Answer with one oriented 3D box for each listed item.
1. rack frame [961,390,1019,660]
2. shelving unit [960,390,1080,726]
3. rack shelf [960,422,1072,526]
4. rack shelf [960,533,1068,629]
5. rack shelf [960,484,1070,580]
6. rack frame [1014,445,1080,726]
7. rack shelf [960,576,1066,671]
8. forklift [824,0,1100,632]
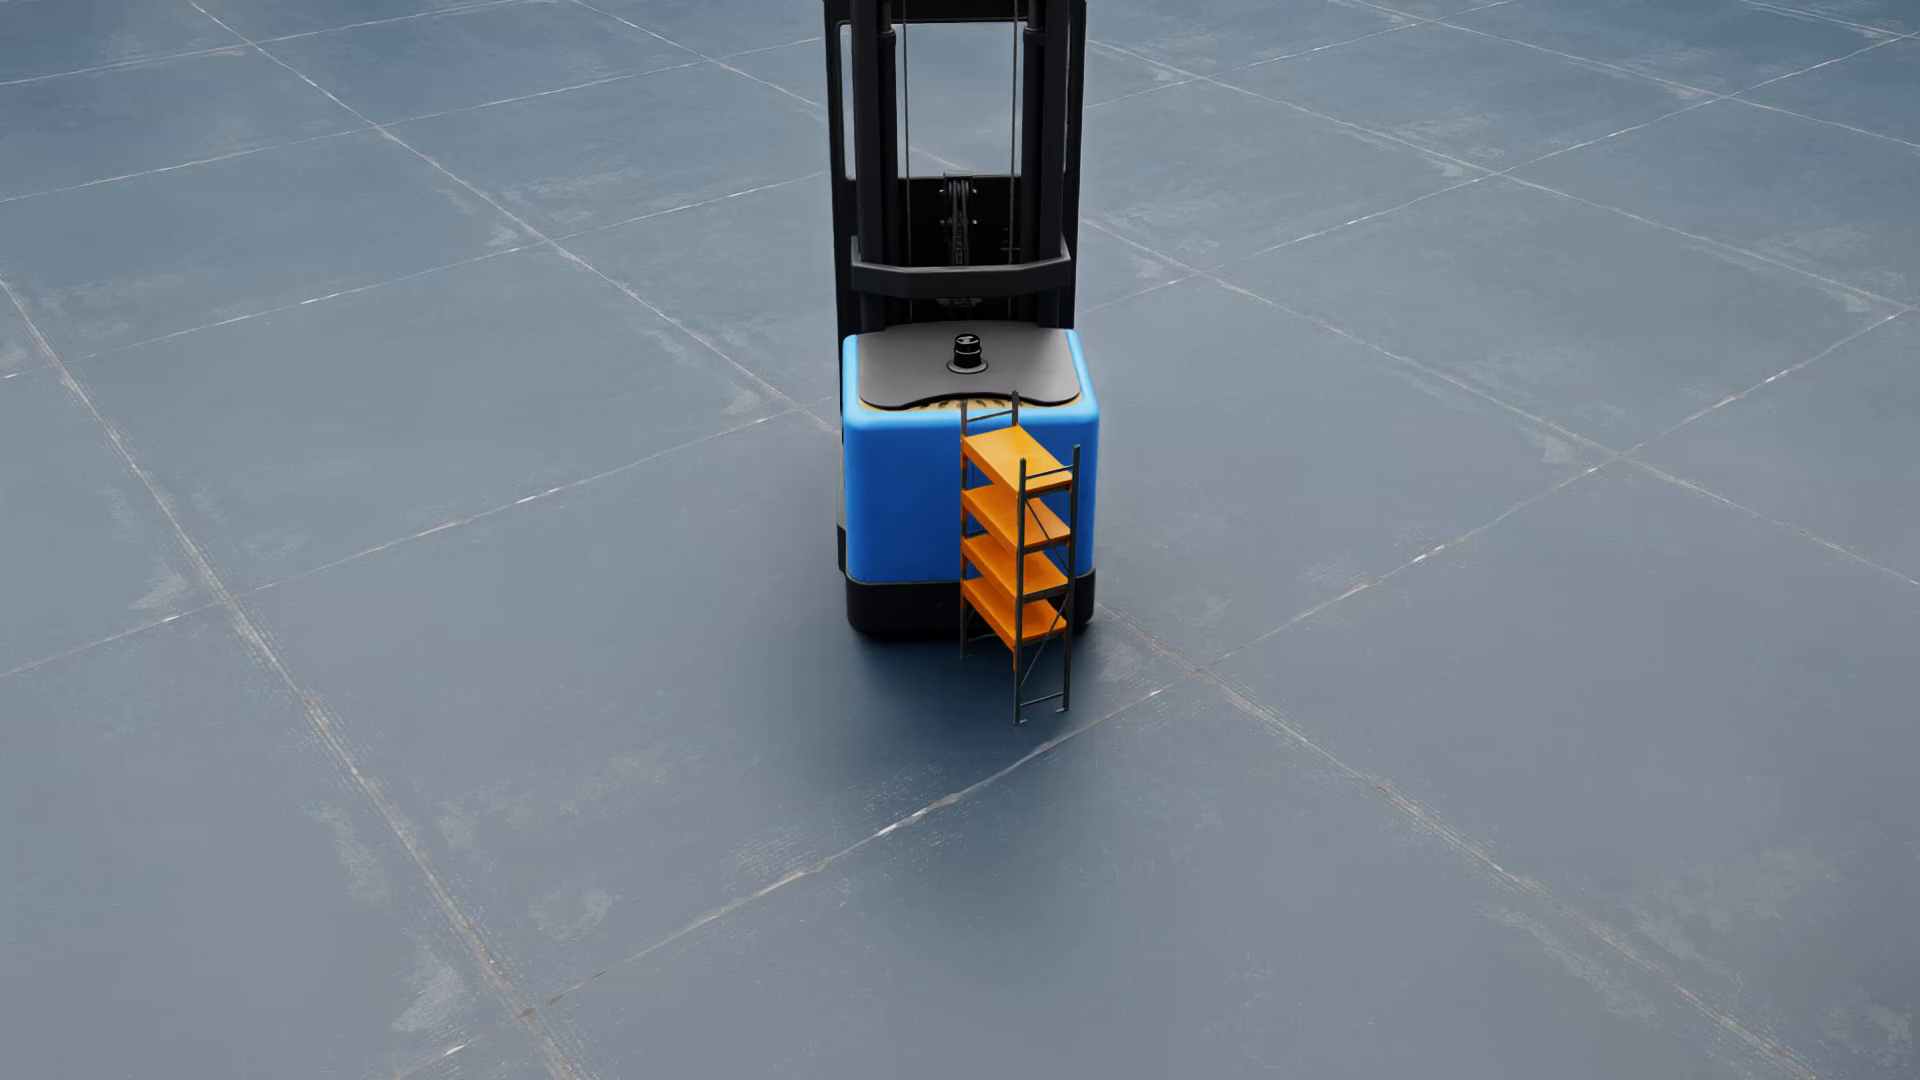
[{"bbox_3d":[0.114,-0.038,6.674,0.240,1.200,0.015,-14,35,-21],"label":"rack frame"},{"bbox_3d":[0.219,0.078,6.487,0.258,1.200,0.503,-14,35,-21],"label":"shelving unit"},{"bbox_3d":[0.219,-0.256,6.280,0.258,0.148,0.480,-14,35,-21],"label":"rack shelf"},{"bbox_3d":[0.219,0.135,6.522,0.258,0.148,0.480,-14,35,-21],"label":"rack shelf"},{"bbox_3d":[0.219,-0.055,6.404,0.258,0.148,0.480,-14,35,-21],"label":"rack shelf"},{"bbox_3d":[0.324,0.194,6.300,0.240,1.200,0.015,-14,35,-21],"label":"rack frame"},{"bbox_3d":[0.219,0.304,6.627,0.258,0.148,0.480,-14,35,-21],"label":"rack shelf"},{"bbox_3d":[-0.036,-1.607,7.559,1.130,2.935,3.031,-2,32,-3],"label":"forklift"}]
